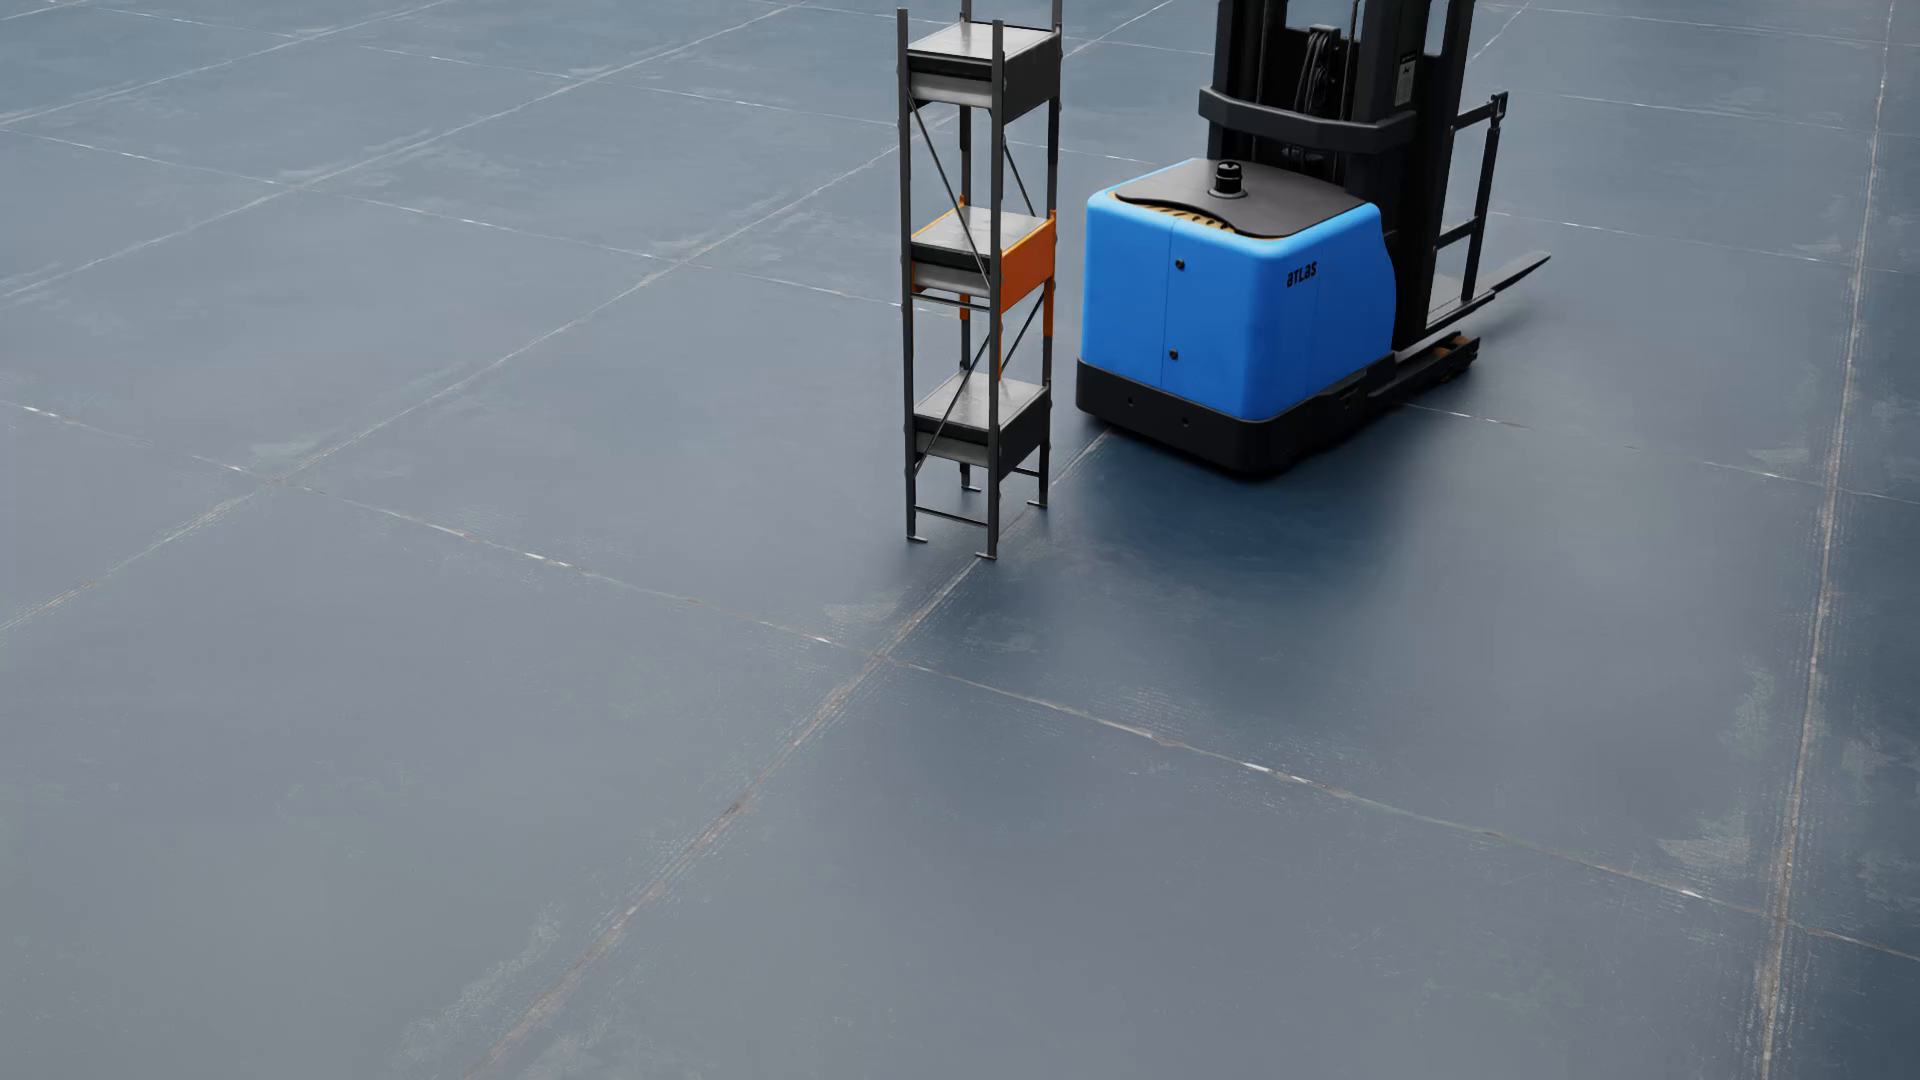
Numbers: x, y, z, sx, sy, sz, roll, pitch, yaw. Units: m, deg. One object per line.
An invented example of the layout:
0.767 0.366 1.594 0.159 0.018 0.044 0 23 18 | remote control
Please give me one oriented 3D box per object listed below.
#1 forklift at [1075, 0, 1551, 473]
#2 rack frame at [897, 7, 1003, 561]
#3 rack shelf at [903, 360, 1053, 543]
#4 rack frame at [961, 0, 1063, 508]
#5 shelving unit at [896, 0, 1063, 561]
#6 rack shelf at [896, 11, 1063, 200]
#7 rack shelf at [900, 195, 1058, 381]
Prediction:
1.916 -2.199 7.636 1.130 2.935 3.031 25 38 37 | forklift
-0.036 -0.876 6.167 0.400 2.100 0.015 14 33 23 | rack frame
0.075 -0.365 6.710 0.431 0.518 0.480 14 33 23 | rack shelf
0.187 -1.092 6.543 0.400 2.100 0.015 14 33 23 | rack frame
0.075 -0.984 6.355 0.431 2.100 0.503 14 33 23 | shelving unit
0.075 -1.579 6.013 0.431 0.518 0.480 14 33 23 | rack shelf
0.075 -0.972 6.362 0.431 0.518 0.480 14 33 23 | rack shelf
